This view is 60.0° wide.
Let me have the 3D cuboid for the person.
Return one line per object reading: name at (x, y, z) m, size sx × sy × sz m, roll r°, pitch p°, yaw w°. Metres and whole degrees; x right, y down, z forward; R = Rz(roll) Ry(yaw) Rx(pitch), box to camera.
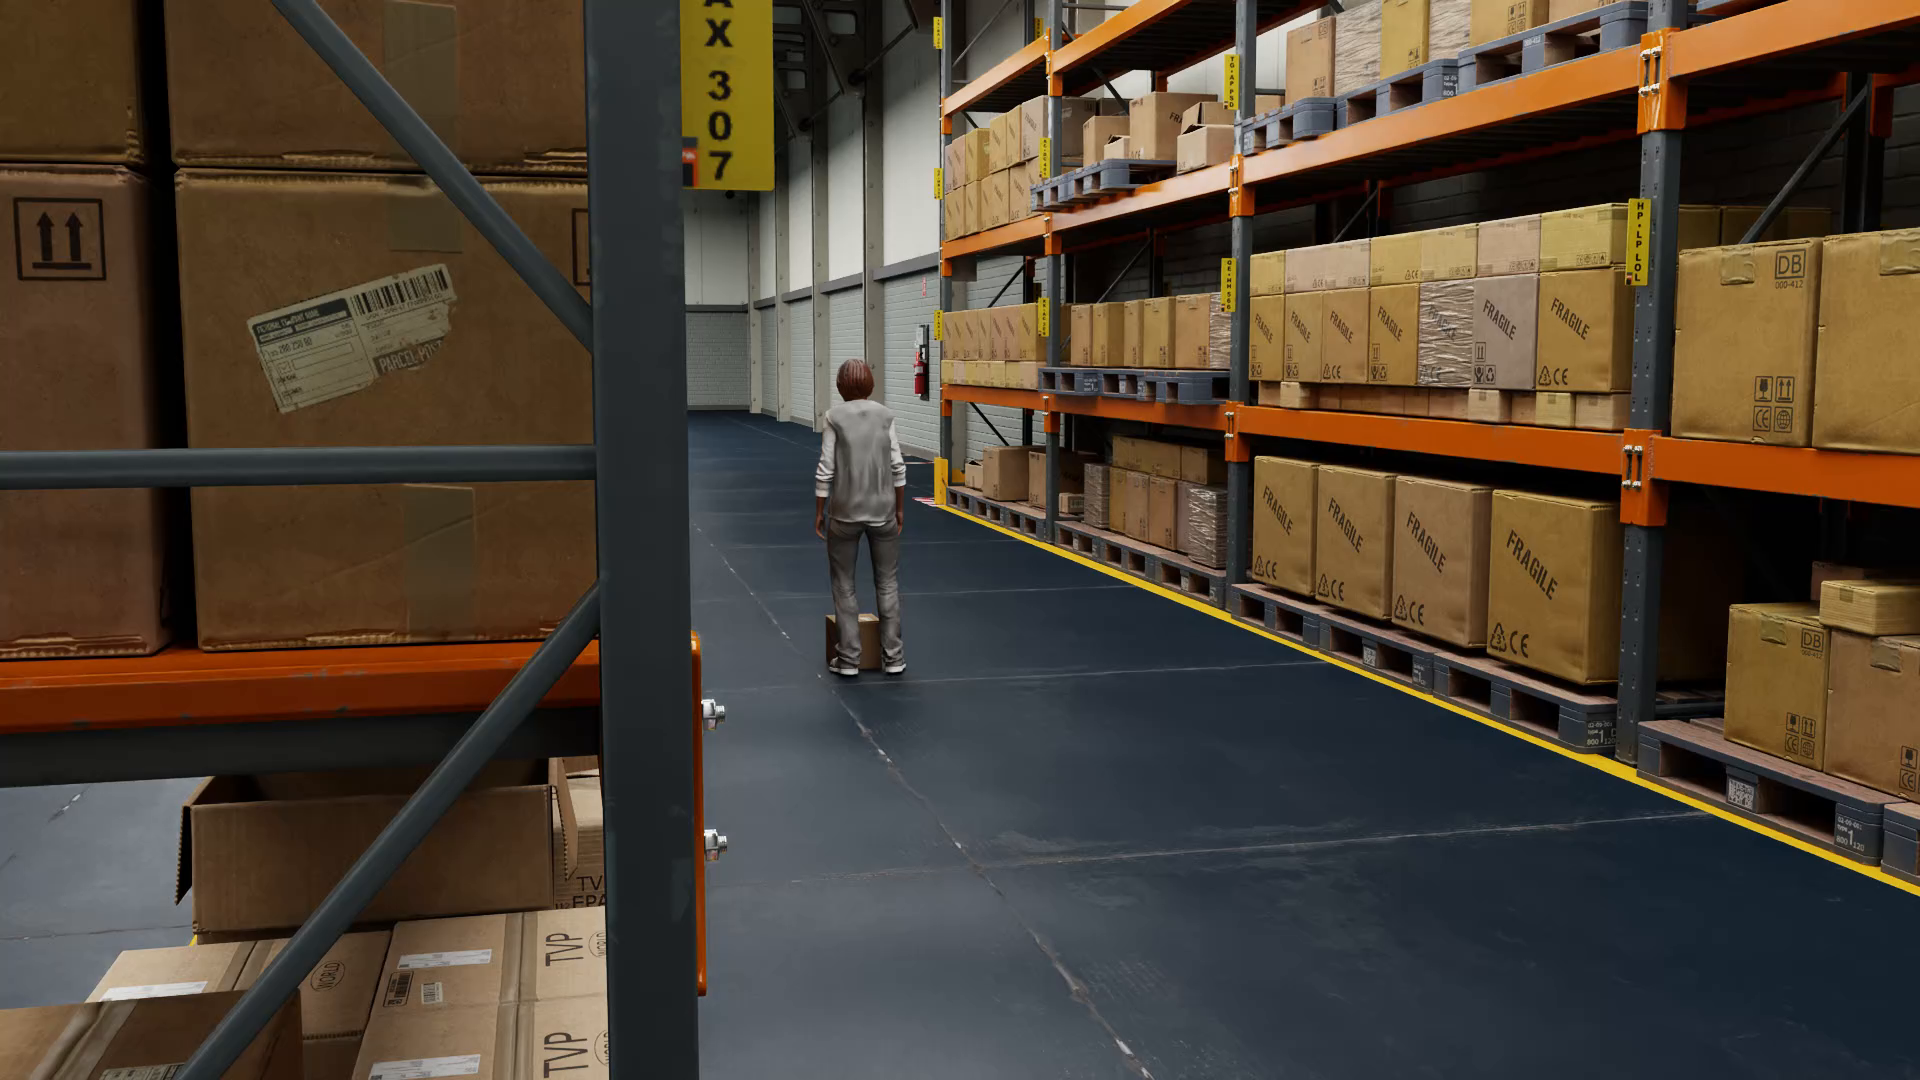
person at (-0.494, -0.106, 8.383) m, size 0.483 × 1.582 × 0.340 m, roll -2°, pitch 7°, yaw -16°
